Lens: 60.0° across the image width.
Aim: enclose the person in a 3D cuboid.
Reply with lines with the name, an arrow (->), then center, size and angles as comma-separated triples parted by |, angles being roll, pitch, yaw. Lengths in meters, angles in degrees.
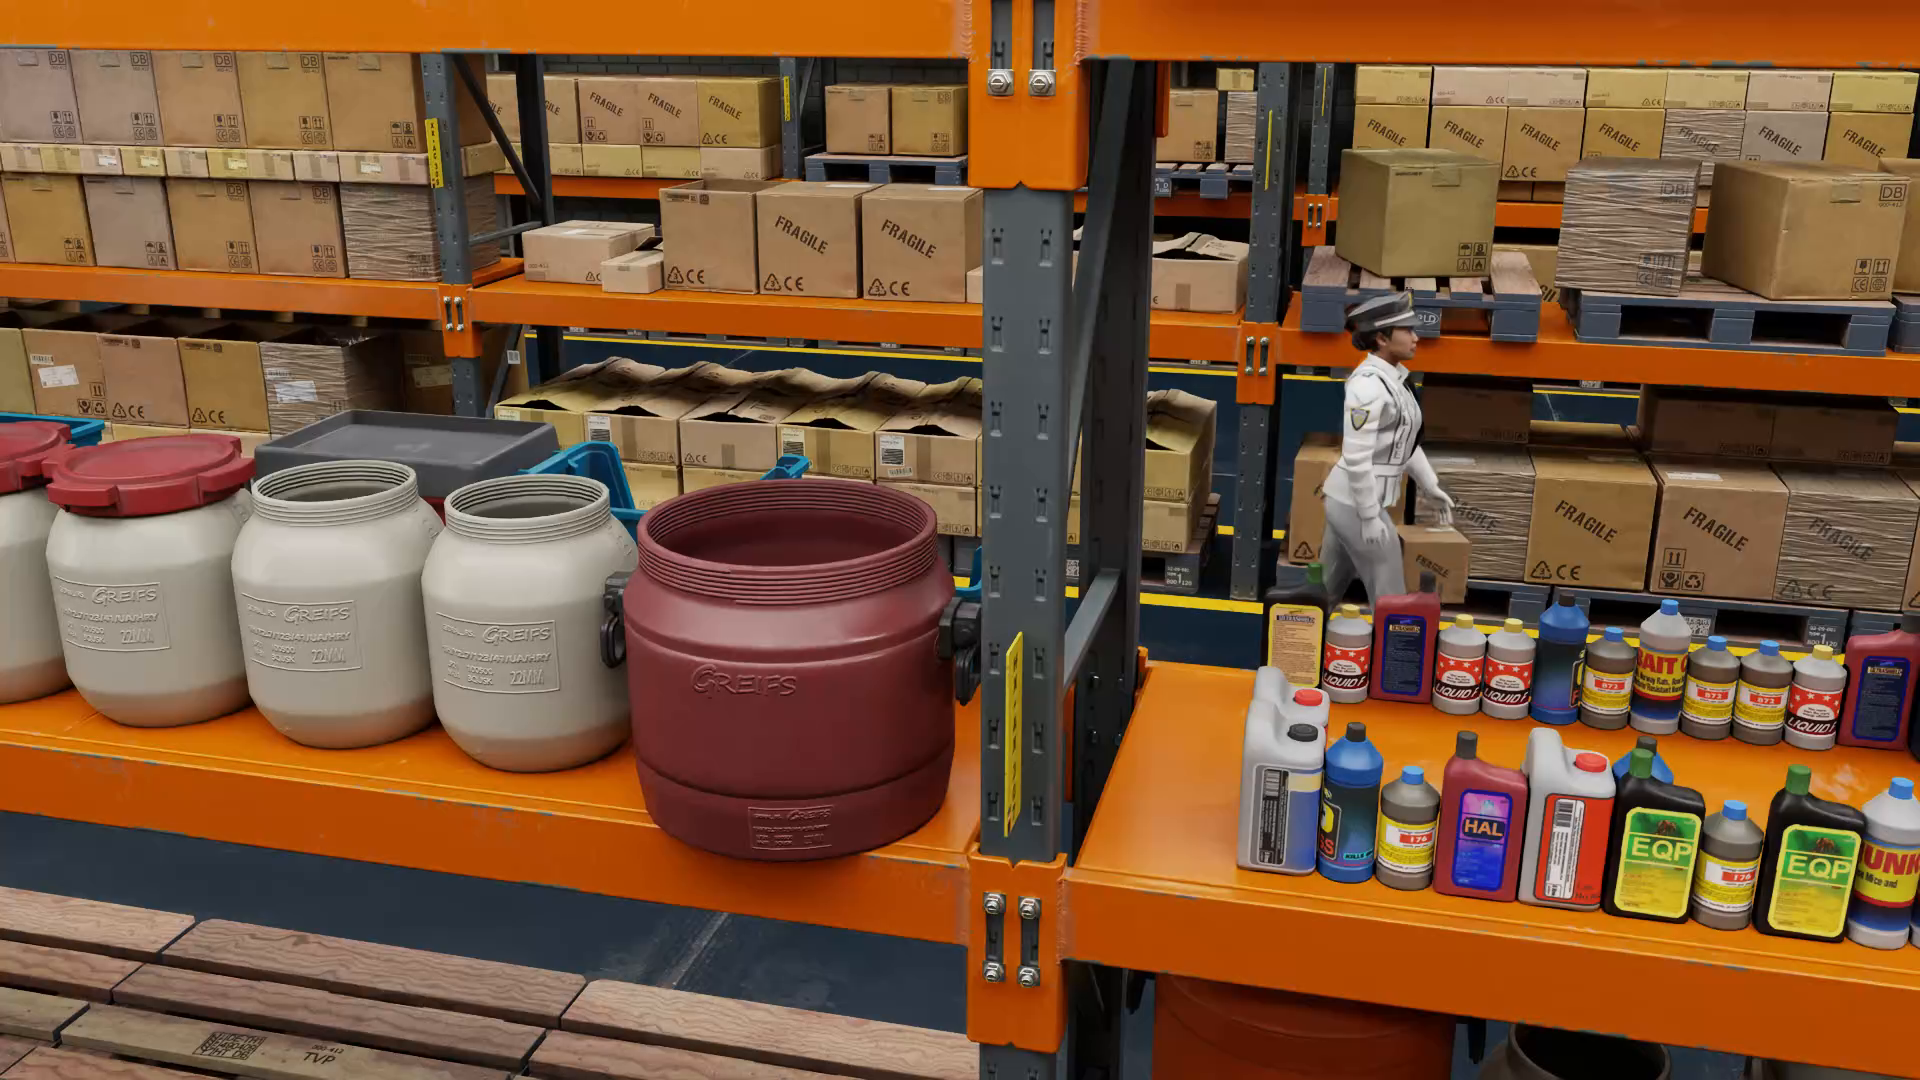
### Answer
person -> 1.653, -0.137, 6.419 | 0.834, 1.661, 0.512 | 6, 19, 19
